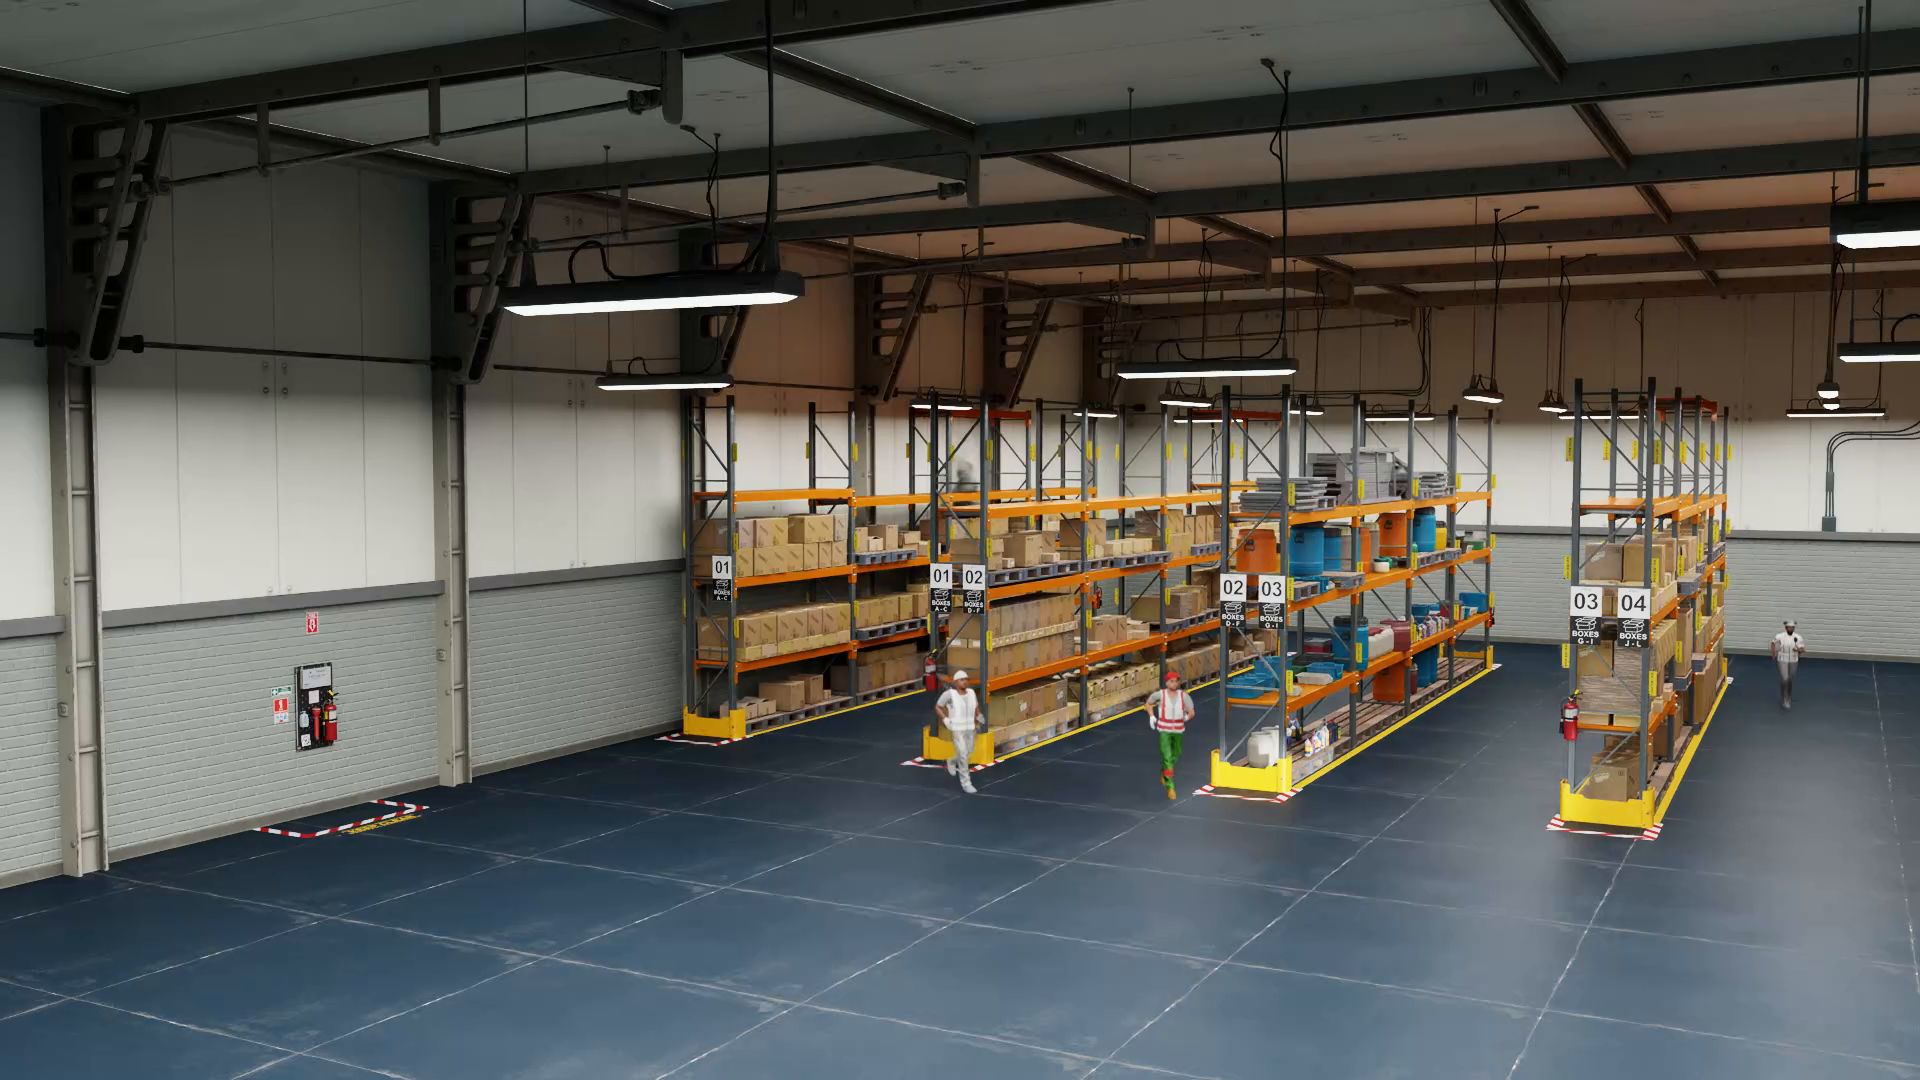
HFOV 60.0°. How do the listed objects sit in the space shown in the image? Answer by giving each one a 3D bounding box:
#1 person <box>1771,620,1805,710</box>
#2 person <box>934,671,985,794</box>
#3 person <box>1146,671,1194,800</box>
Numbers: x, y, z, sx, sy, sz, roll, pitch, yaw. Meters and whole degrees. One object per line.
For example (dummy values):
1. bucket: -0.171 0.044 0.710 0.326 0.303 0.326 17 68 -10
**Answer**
1. person: 16.300 2.419 32.745 0.555 1.731 0.894 1 3 16
2. person: -0.002 2.826 24.728 0.681 1.775 0.884 -2 4 -33
3. person: 3.089 2.804 24.256 0.656 1.786 0.971 0 3 -9
